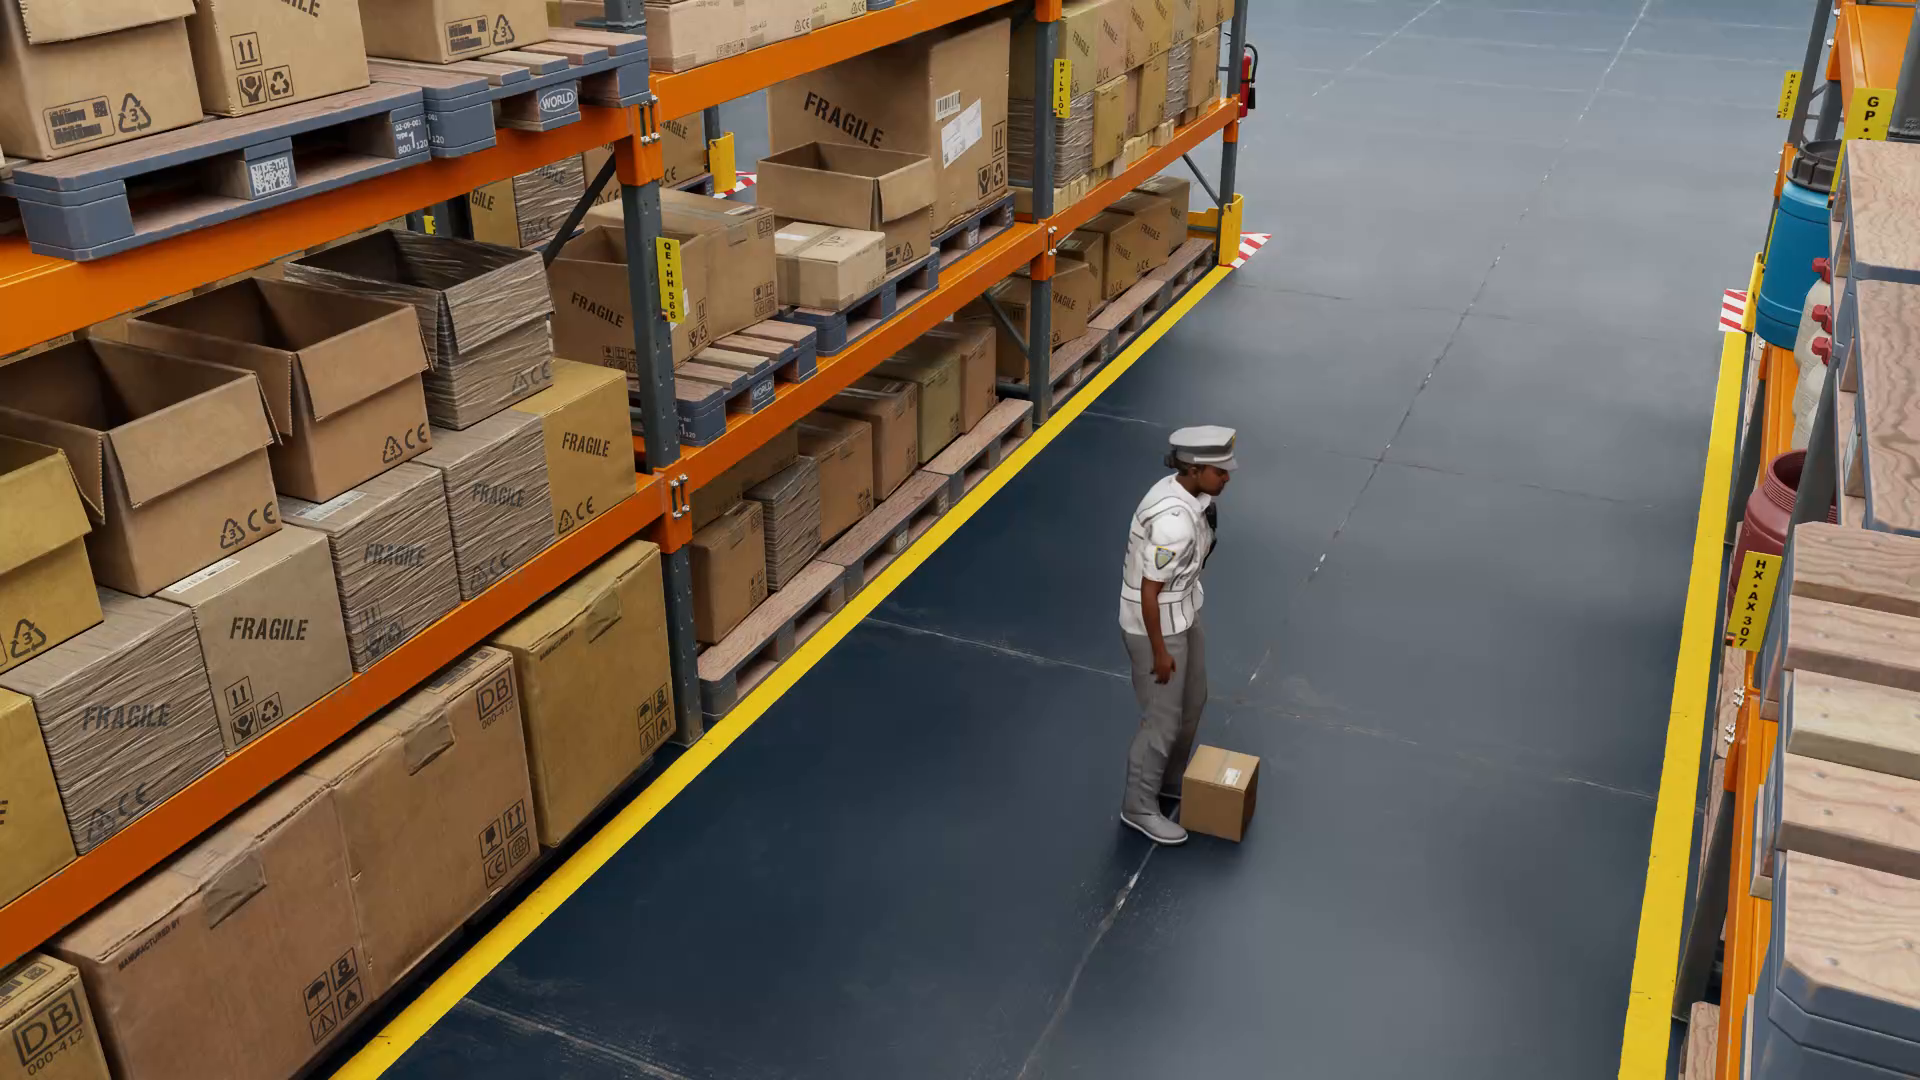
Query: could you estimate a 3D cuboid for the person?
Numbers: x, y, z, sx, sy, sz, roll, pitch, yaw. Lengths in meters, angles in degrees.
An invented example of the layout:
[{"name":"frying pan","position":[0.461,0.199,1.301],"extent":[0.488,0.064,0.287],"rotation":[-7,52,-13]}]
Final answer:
[{"name":"person","position":[0.832,0.345,6.420],"extent":[0.427,1.656,0.518],"rotation":[10,28,19]}]
